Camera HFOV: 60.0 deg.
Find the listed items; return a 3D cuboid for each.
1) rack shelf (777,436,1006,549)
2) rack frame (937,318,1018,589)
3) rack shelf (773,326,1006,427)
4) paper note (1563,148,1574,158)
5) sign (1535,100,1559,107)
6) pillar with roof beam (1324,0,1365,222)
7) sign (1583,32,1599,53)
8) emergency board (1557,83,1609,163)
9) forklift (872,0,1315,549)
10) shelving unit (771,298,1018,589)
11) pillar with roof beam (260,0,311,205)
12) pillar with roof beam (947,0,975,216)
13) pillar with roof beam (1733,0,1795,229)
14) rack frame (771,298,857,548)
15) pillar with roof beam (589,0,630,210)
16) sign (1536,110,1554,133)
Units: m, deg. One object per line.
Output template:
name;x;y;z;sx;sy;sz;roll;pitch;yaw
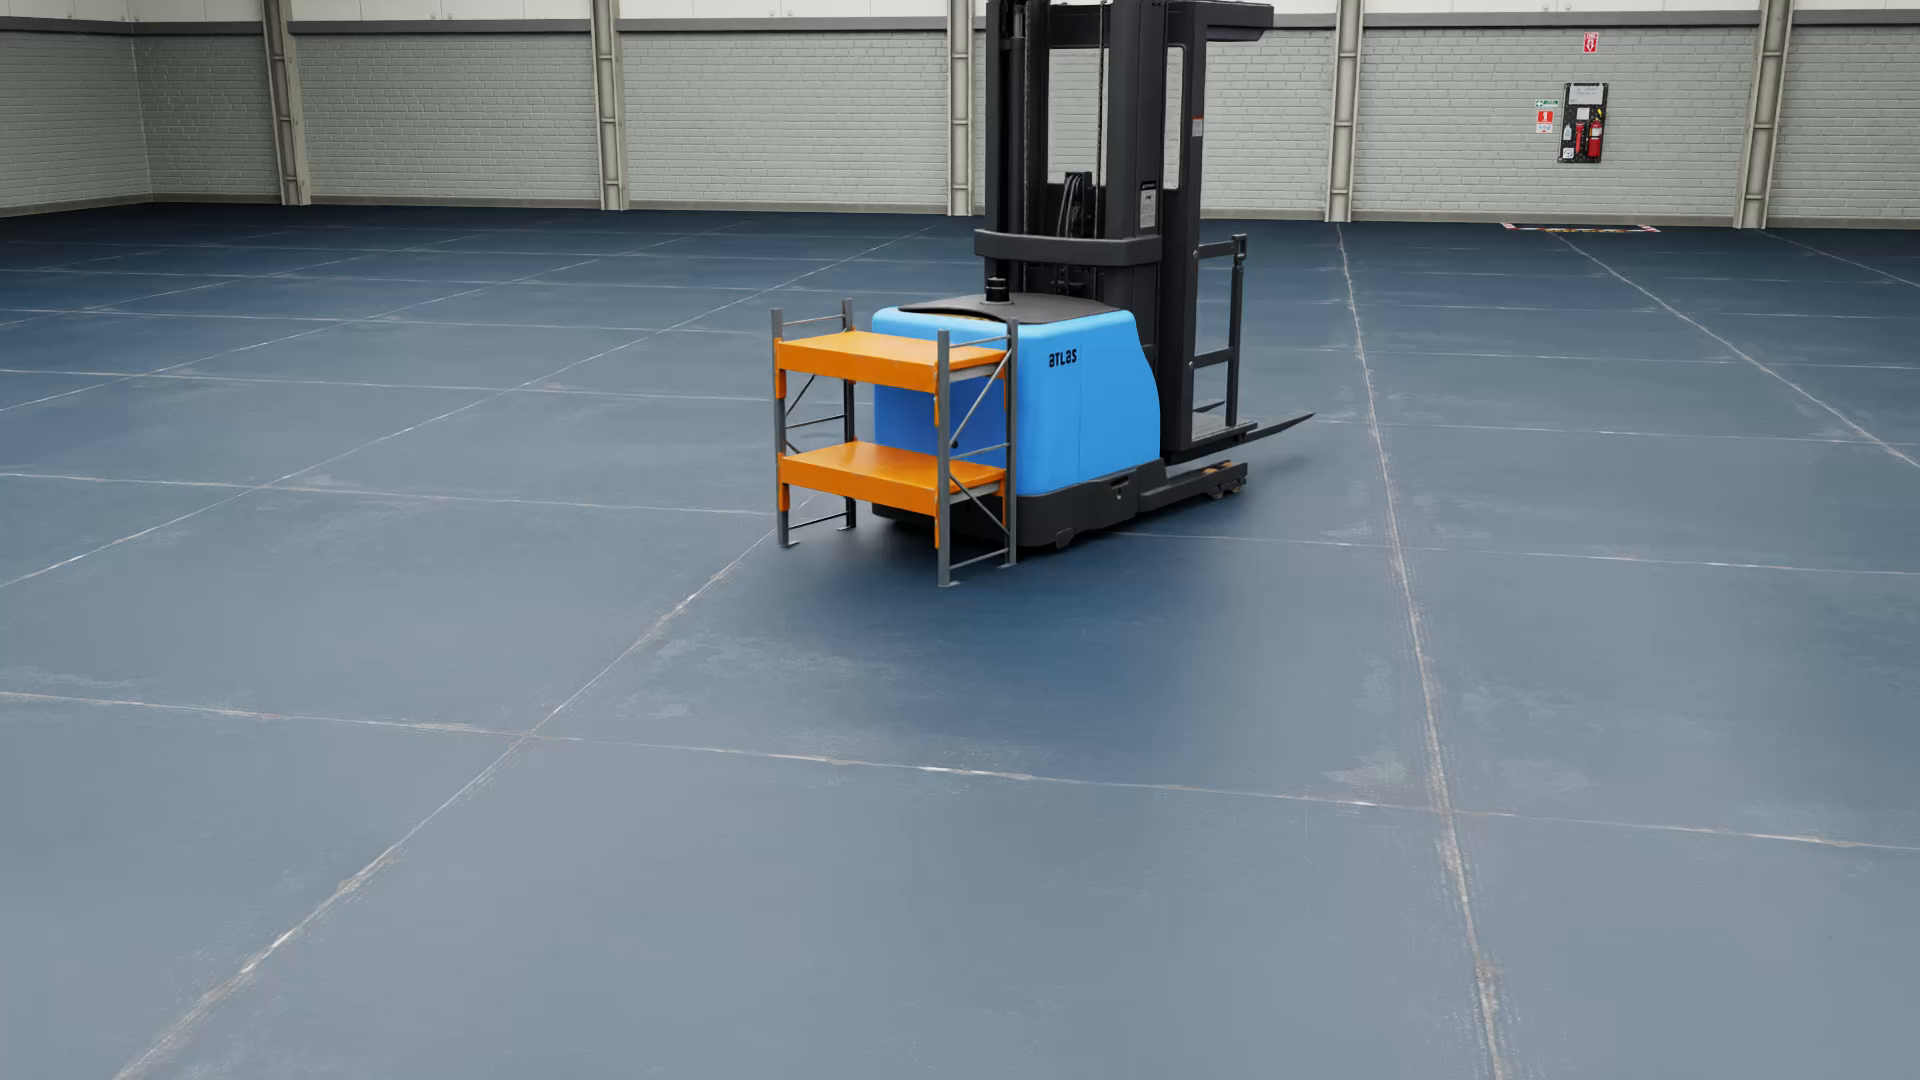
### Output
rack shelf;-0.304;-0.235;7.648;1.000;0.278;0.538;13;20;39
rack frame;0.080;-0.381;7.262;0.032;1.125;0.500;13;20;39
rack shelf;-0.304;-0.753;7.505;1.000;0.278;0.538;13;20;39
paper note;9.206;-5.855;25.161;0.142;0.148;0.016;3;16;11
sign;8.847;-6.579;25.063;0.331;0.109;0.001;3;16;11
pillar with roof beam;5.042;-8.195;20.720;0.400;9.000;9.100;3;16;11
sign;9.378;-7.396;24.731;0.199;0.298;0.001;3;16;11
emergency board;9.366;-6.252;24.944;0.643;1.169;0.194;3;16;11
forklift;0.889;-1.700;8.639;1.130;2.935;3.031;12;20;38
shelving unit;-0.304;-0.470;7.583;1.048;1.125;0.538;13;20;39
pillar with roof beam;-12.597;-9.153;24.176;0.400;9.000;9.100;3;16;11
pillar with roof beam;-0.837;-8.514;21.872;0.400;9.000;9.100;3;16;11
pillar with roof beam;10.922;-7.876;19.567;0.400;9.000;9.100;3;16;11
rack frame;-0.687;-0.559;7.904;0.032;1.125;0.500;13;20;39
pillar with roof beam;-6.717;-8.833;23.024;0.400;9.000;9.100;3;16;11
sign;8.845;-6.326;25.143;0.234;0.329;0.001;3;16;11
